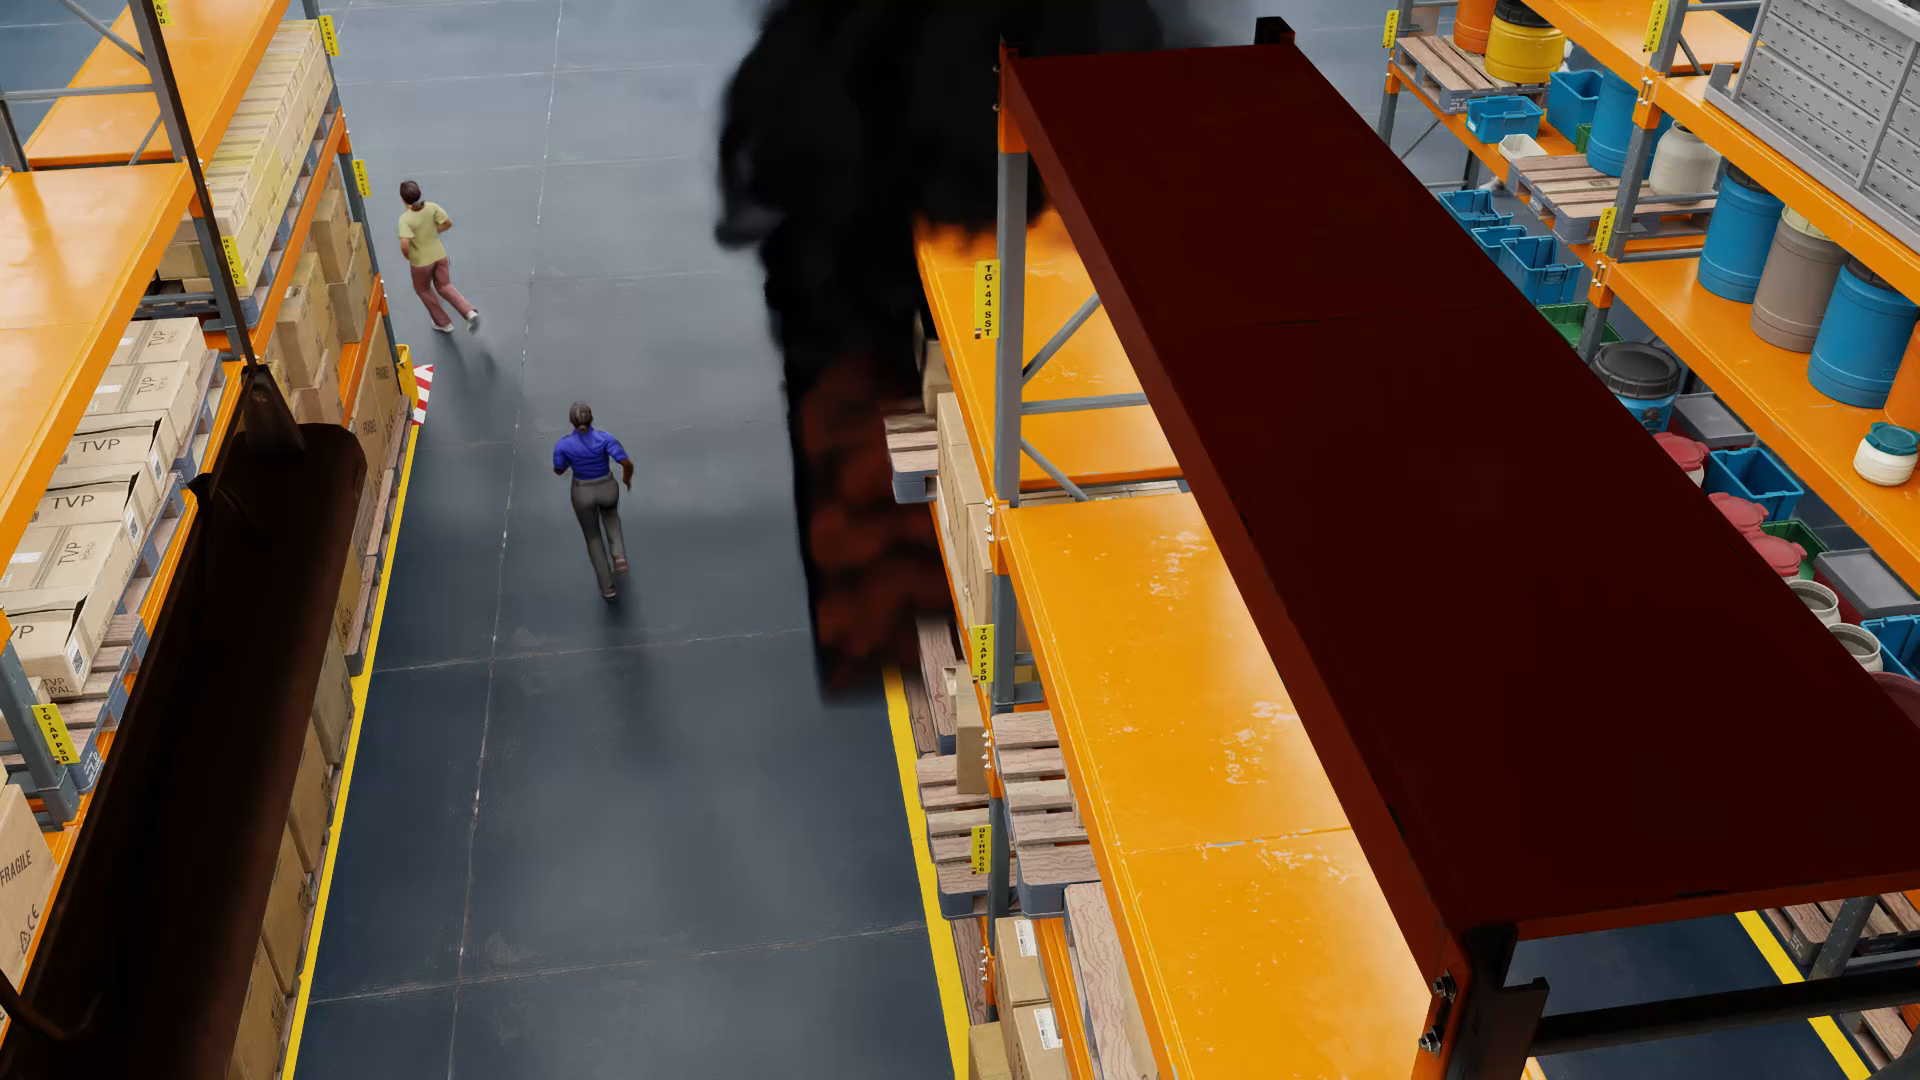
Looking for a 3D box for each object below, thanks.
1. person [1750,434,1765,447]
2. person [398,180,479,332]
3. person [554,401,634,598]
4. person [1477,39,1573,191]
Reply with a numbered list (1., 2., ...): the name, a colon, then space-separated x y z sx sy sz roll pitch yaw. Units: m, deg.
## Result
1. person: 6.262 -0.889 13.126 0.701 1.750 0.981 -7 37 -10
2. person: -4.976 -2.592 15.631 0.745 1.626 0.597 28 45 32
3. person: -2.749 -0.363 12.570 0.546 1.630 0.660 -13 38 -17
4. person: 6.347 -4.616 18.213 0.988 1.777 0.689 14 39 19
